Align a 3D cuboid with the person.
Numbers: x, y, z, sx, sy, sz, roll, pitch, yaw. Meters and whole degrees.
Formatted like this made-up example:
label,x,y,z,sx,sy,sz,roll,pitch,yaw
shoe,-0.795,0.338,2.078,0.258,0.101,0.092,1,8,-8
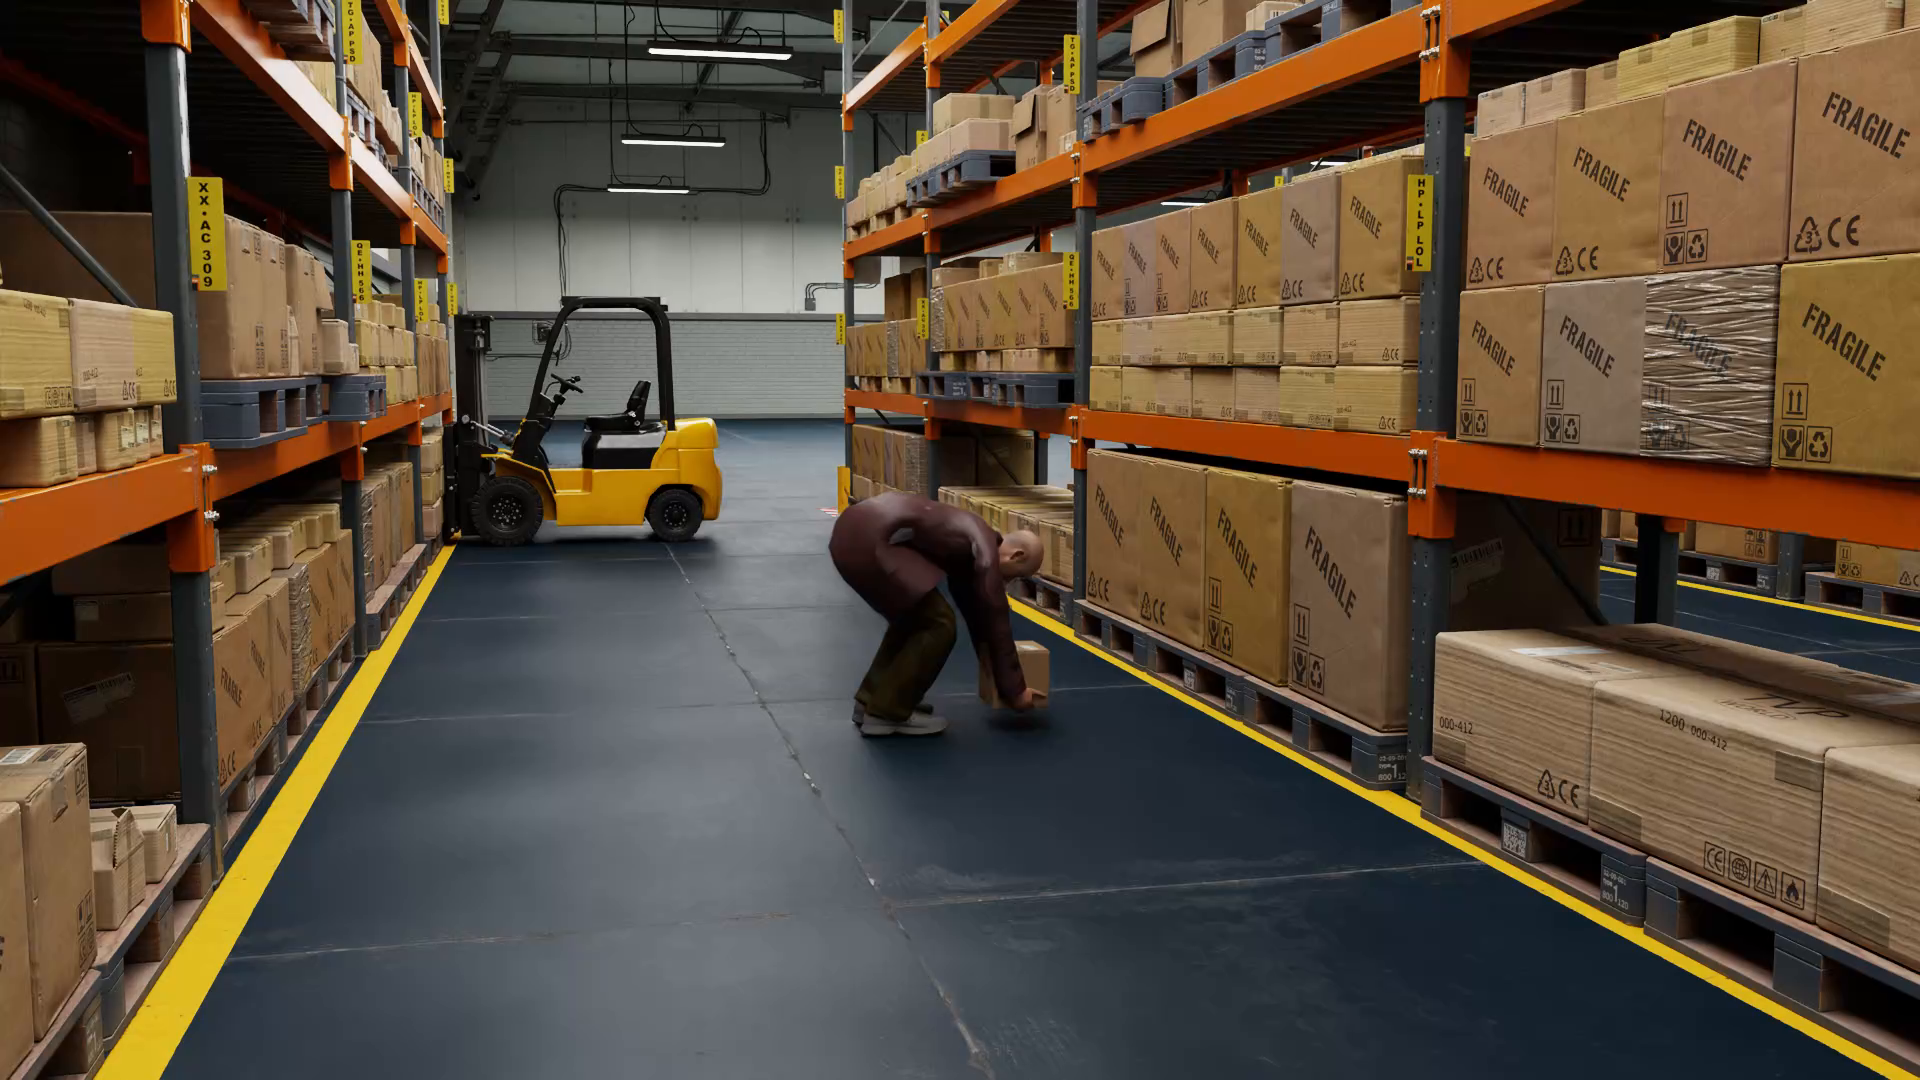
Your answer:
label,x,y,z,sx,sy,sz,roll,pitch,yaw
person,-0.092,0.296,7.157,0.943,1.024,0.589,-2,6,-17
